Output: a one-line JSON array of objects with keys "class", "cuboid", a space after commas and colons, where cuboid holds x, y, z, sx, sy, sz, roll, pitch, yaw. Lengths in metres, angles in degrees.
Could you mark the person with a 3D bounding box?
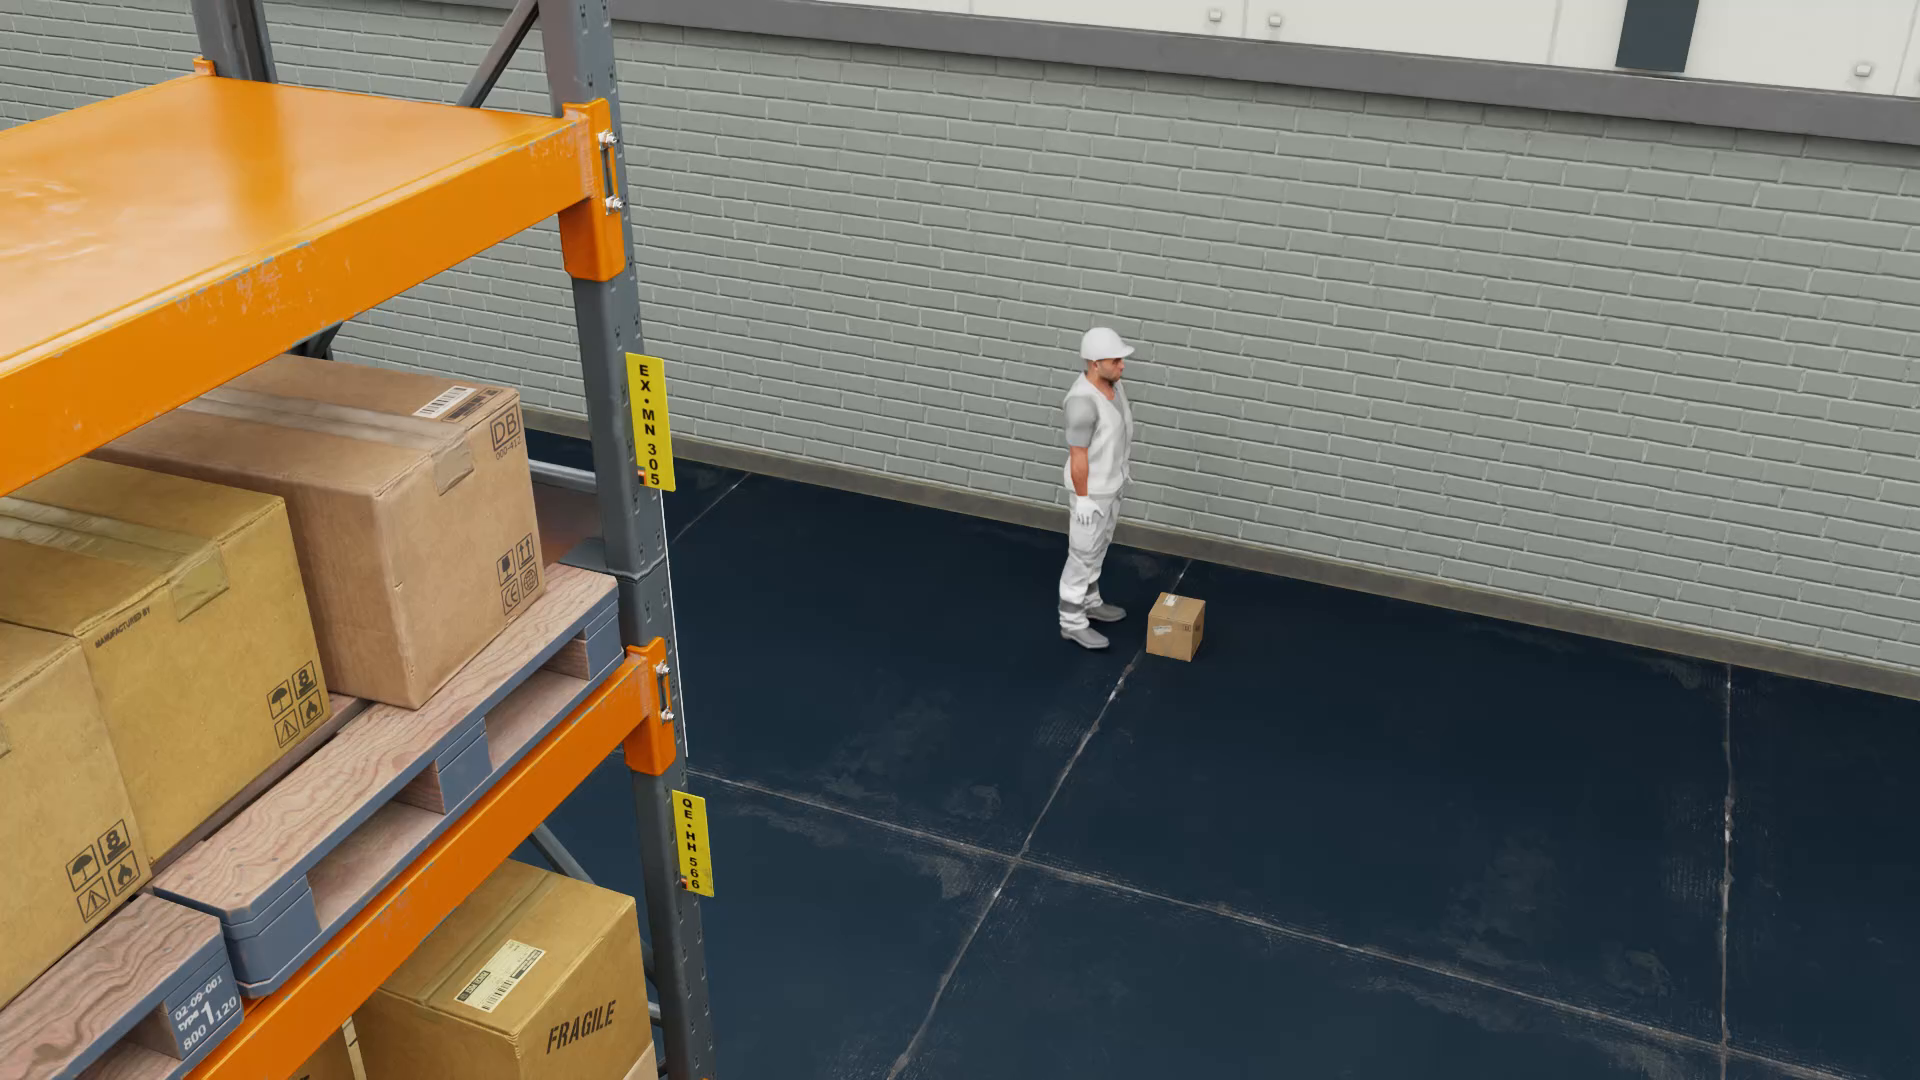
[{"class": "person", "cuboid": [0.737, -0.295, 8.892, 0.332, 1.790, 0.529, 12, 32, 21]}]
